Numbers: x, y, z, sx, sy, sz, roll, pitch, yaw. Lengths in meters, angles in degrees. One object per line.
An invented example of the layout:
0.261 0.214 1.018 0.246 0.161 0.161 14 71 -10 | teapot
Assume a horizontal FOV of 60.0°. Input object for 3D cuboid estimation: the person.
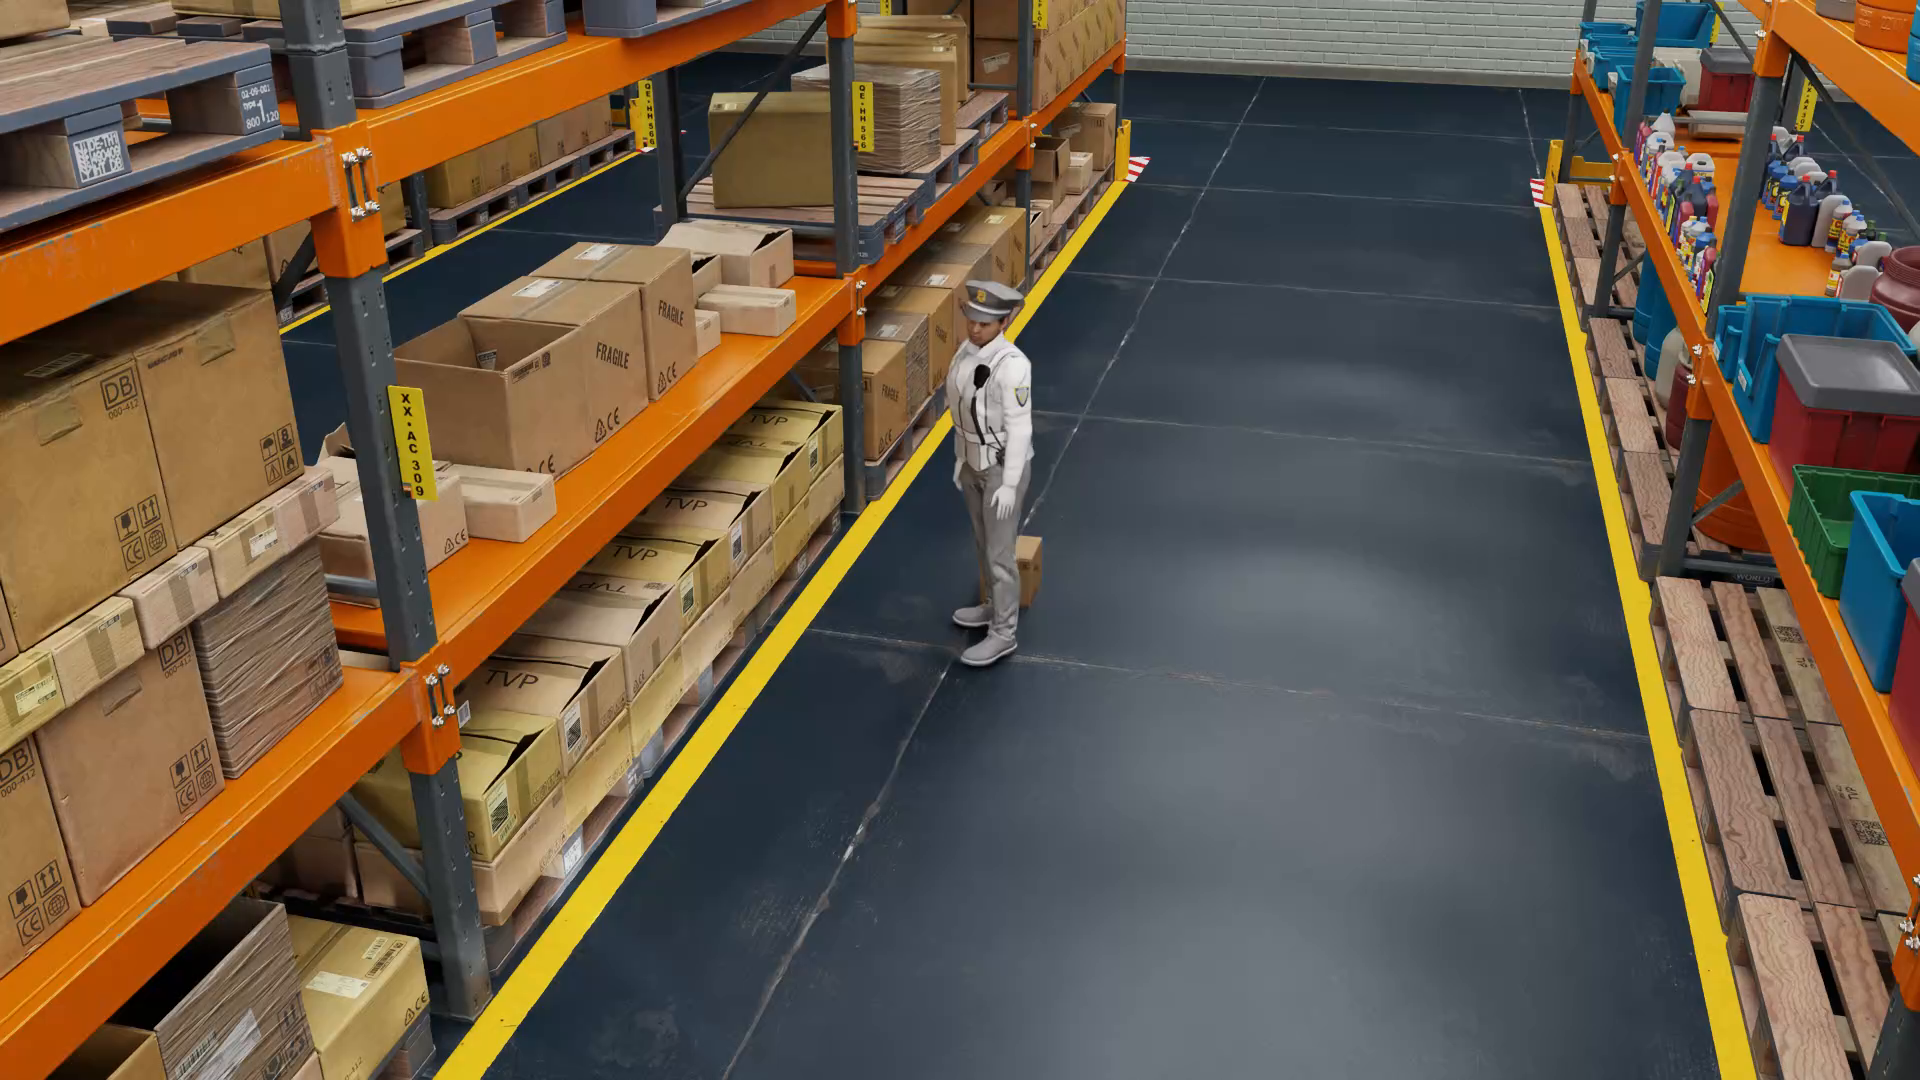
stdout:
0.116 -0.299 7.165 0.405 1.679 0.528 -12 28 -24 | person
